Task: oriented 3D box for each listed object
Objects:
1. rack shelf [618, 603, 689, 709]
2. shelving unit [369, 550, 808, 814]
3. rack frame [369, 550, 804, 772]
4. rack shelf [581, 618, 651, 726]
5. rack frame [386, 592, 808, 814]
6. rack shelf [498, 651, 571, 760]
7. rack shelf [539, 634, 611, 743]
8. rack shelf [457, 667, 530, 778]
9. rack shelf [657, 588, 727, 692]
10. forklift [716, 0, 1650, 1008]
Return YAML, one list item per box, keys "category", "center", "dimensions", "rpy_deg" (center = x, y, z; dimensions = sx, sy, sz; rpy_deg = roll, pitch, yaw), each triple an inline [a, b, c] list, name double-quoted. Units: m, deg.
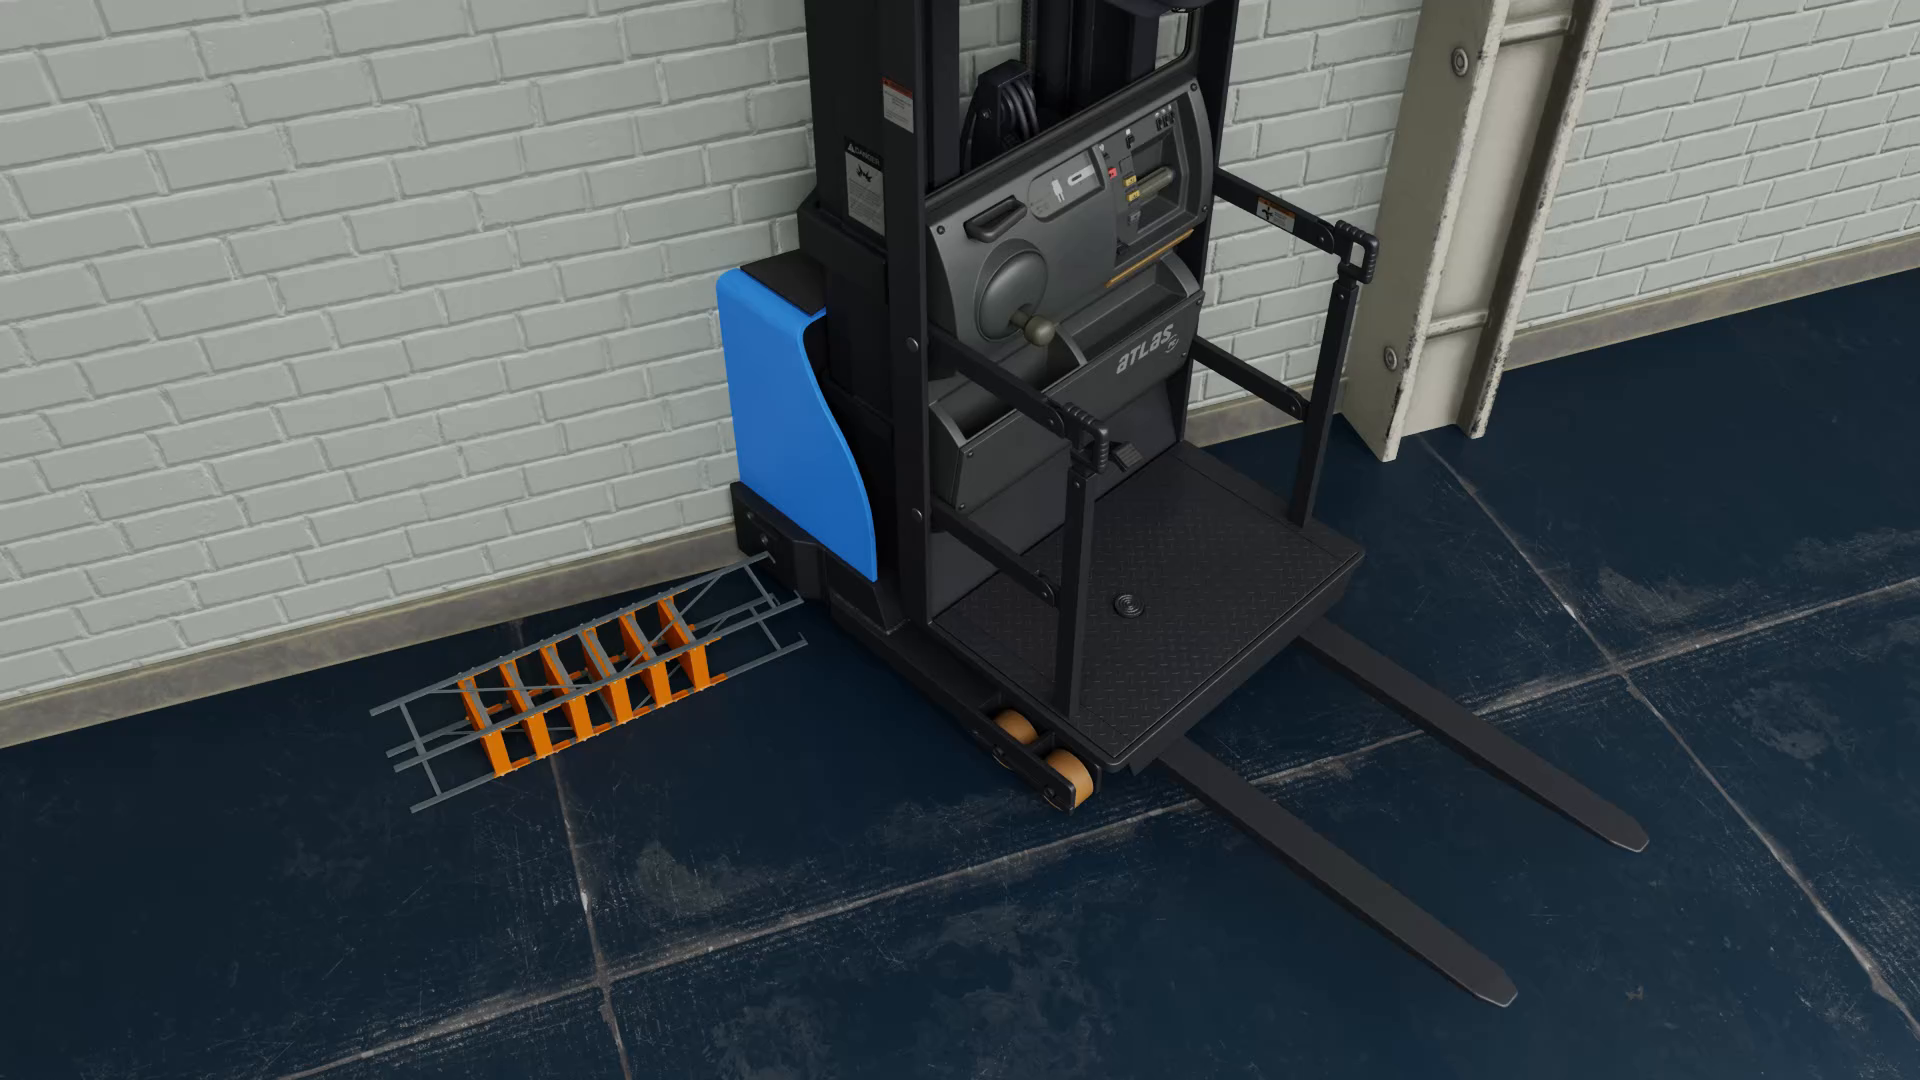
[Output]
- category: "rack shelf"
  center: [-0.887, 0.327, 4.788]
  dimensions: [0.103, 0.180, 0.258]
  rpy_deg: [-23, 49, -21]
- category: "shelving unit"
  center: [-1.029, 0.386, 4.729]
  dimensions: [1.200, 0.189, 0.258]
  rpy_deg: [-23, 49, -21]
- category: "rack frame"
  center: [-1.029, 0.321, 4.664]
  dimensions: [1.200, 0.006, 0.240]
  rpy_deg: [-23, 49, -21]
- category: "rack shelf"
  center: [-0.991, 0.370, 4.744]
  dimensions: [0.103, 0.180, 0.258]
  rpy_deg: [-23, 49, -21]
- category: "rack frame"
  center: [-1.029, 0.451, 4.793]
  dimensions: [1.200, 0.006, 0.240]
  rpy_deg: [-23, 49, -21]
- category: "rack shelf"
  center: [-1.197, 0.456, 4.658]
  dimensions: [0.103, 0.180, 0.258]
  rpy_deg: [-23, 49, -21]
- category: "rack shelf"
  center: [-1.094, 0.413, 4.701]
  dimensions: [0.103, 0.180, 0.258]
  rpy_deg: [-23, 49, -21]
- category: "rack shelf"
  center: [-1.301, 0.500, 4.615]
  dimensions: [0.103, 0.180, 0.258]
  rpy_deg: [-23, 49, -21]
- category: "rack shelf"
  center: [-0.784, 0.284, 4.831]
  dimensions: [0.103, 0.180, 0.258]
  rpy_deg: [-23, 49, -21]
- category: "forklift"
  center: [0.438, -0.721, 3.899]
  dimensions: [1.130, 2.935, 3.031]
  rpy_deg: [-35, 55, -30]
